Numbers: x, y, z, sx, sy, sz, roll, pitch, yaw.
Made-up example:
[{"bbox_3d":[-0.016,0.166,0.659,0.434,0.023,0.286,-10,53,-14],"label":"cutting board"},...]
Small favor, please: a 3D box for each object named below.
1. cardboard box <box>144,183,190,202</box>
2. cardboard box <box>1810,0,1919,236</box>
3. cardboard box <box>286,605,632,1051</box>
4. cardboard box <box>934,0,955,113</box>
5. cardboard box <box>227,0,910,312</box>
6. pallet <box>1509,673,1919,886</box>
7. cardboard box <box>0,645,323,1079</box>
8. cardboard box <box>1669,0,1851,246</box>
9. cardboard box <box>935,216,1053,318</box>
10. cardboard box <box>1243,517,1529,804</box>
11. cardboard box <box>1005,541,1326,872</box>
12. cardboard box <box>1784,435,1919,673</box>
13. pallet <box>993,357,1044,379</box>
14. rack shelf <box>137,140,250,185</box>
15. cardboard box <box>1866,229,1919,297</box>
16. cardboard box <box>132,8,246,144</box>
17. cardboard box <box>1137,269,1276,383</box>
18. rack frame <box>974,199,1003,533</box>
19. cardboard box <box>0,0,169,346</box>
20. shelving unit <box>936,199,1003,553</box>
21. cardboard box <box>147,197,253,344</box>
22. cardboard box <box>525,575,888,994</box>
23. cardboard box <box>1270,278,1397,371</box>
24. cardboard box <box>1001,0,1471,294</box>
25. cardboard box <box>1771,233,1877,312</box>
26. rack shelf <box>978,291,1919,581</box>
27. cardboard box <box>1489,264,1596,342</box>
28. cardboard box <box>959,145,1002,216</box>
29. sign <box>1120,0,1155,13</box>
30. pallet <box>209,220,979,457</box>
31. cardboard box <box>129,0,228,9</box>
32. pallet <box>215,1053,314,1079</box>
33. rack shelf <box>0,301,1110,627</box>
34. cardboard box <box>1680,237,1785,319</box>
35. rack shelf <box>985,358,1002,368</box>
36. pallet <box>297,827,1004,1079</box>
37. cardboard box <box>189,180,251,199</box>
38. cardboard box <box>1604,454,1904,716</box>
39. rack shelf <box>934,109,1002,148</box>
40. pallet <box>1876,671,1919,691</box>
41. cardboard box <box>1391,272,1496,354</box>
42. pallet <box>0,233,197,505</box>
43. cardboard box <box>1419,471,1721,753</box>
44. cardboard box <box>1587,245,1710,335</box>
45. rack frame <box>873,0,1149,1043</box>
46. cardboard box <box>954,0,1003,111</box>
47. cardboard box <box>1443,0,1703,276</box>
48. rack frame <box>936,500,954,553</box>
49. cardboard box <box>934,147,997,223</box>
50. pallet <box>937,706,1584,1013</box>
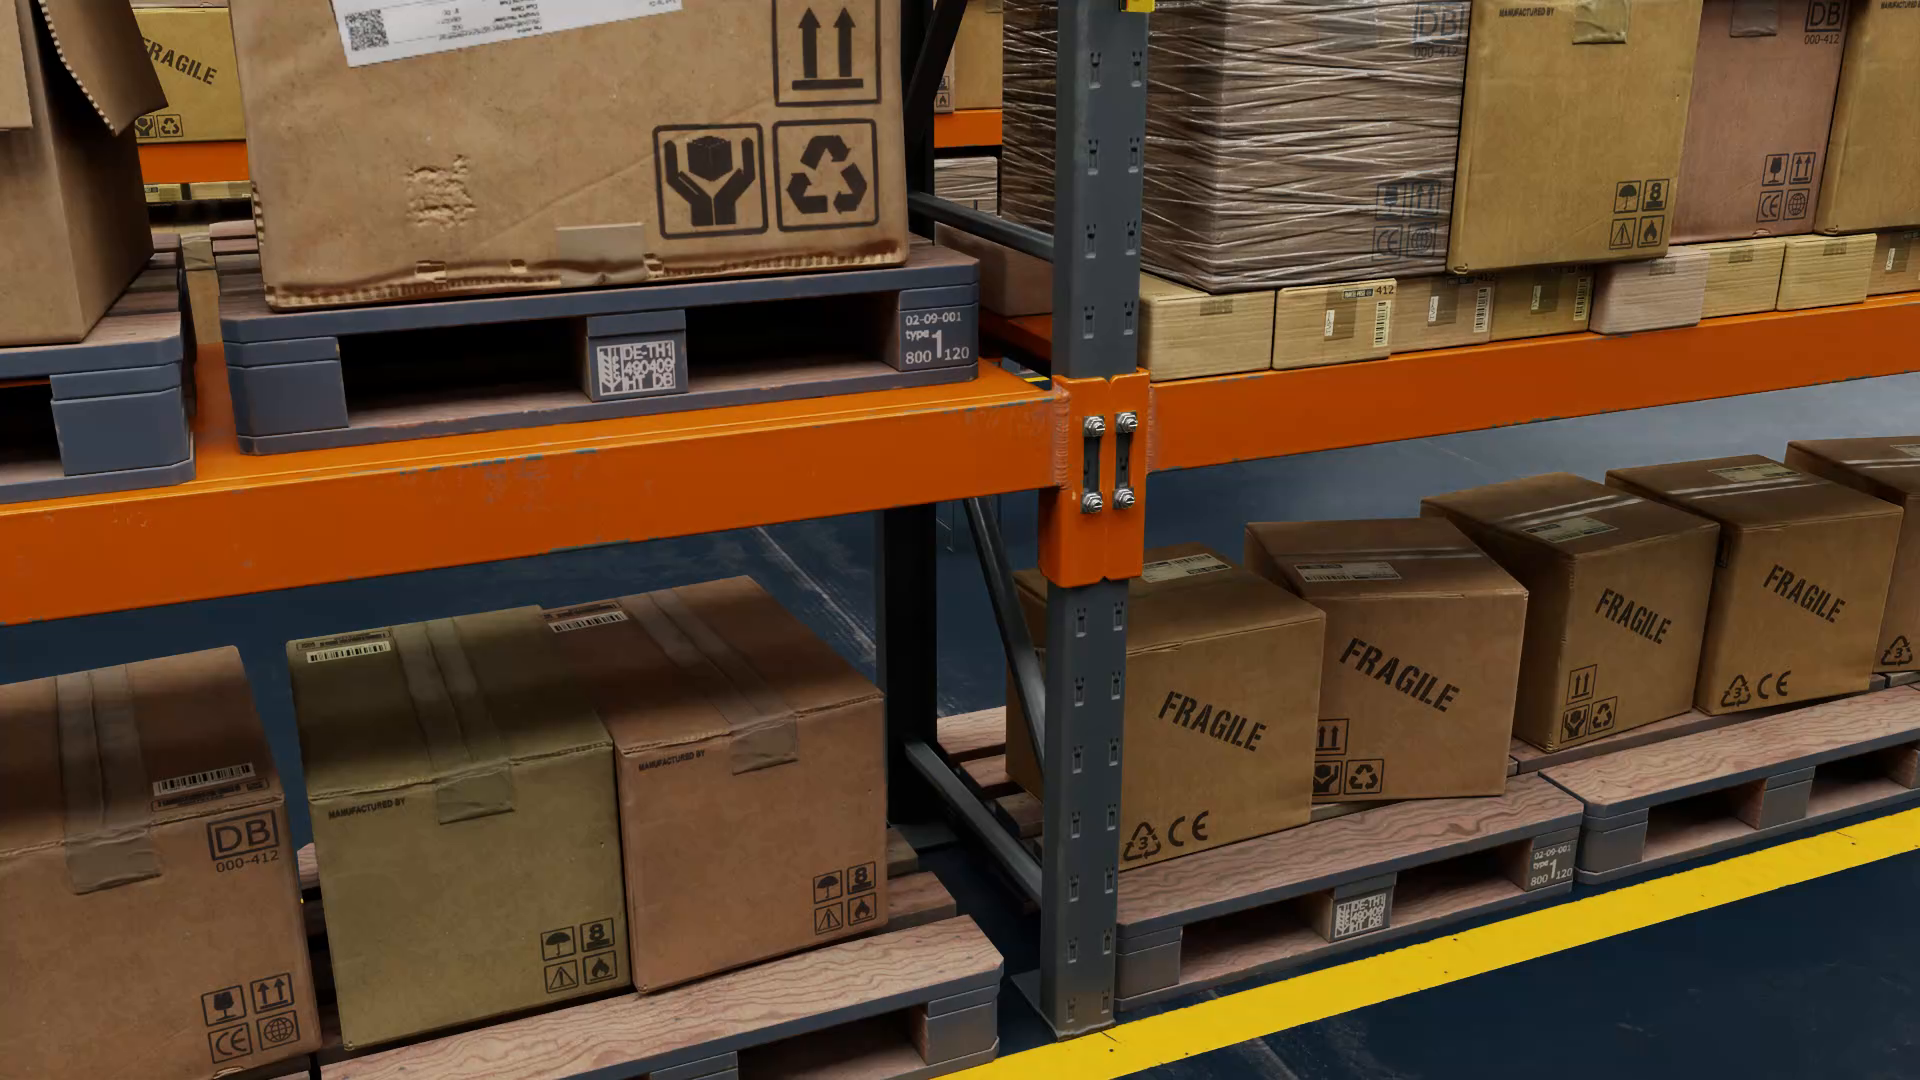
[{"bbox_3d":[-5.651,-2.319,11.415,0.625,0.372,0.950,-7,21,-20],"label":"cardboard box"},{"bbox_3d":[1.857,-1.028,3.826,0.500,0.500,0.875,-8,21,-22],"label":"cardboard box"},{"bbox_3d":[-0.966,0.507,3.166,0.500,0.500,0.700,-8,21,-22],"label":"cardboard box"},{"bbox_3d":[-0.448,-2.359,7.978,0.550,0.550,0.875,-8,21,-22],"label":"cardboard box"},{"bbox_3d":[-0.734,-1.015,2.851,1.000,1.000,1.000,-8,21,-22],"label":"cardboard box"},{"bbox_3d":[1.776,0.459,4.401,1.213,0.211,1.003,-8,21,-22],"label":"pallet"},{"bbox_3d":[-1.480,0.581,2.956,0.500,0.500,0.700,-10,22,-27],"label":"cardboard box"},{"bbox_3d":[1.381,-0.975,3.675,0.500,0.500,0.875,-8,21,-22],"label":"cardboard box"},{"bbox_3d":[0.132,-0.595,3.573,0.250,0.149,0.380,-8,21,-22],"label":"cardboard box"},{"bbox_3d":[0.957,0.268,3.877,0.500,0.500,0.500,-2,19,-5],"label":"cardboard box"},{"bbox_3d":[0.434,0.345,3.657,0.500,0.500,0.500,-9,21,-24],"label":"cardboard box"},{"bbox_3d":[2.609,0.026,4.565,0.500,0.500,0.500,-3,20,-8],"label":"cardboard box"},{"bbox_3d":[0.031,-1.044,8.669,1.213,0.211,1.003,-8,21,-22],"label":"pallet"},{"bbox_3d":[-3.657,-1.519,6.902,4.000,0.370,1.077,-8,21,-22],"label":"rack shelf"},{"bbox_3d":[1.952,-0.662,3.763,0.250,0.149,0.380,-8,21,-22],"label":"cardboard box"},{"bbox_3d":[-3.122,-1.885,6.709,0.500,0.500,0.500,-8,21,-21],"label":"cardboard box"},{"bbox_3d":[0.368,-0.413,3.058,0.250,0.149,0.380,-8,21,-22],"label":"cardboard box"},{"bbox_3d":[0.097,-0.580,5.862,0.006,1.200,0.240,-8,21,-22],"label":"rack frame"},{"bbox_3d":[-1.504,-0.586,2.382,0.637,0.503,0.797,-6,20,-16],"label":"cardboard box"},{"bbox_3d":[0.013,-0.568,5.828,0.189,1.200,0.258,-8,21,-22],"label":"shelving unit"},{"bbox_3d":[-3.242,-1.023,7.167,0.750,0.750,1.050,-8,21,-22],"label":"cardboard box"},{"bbox_3d":[-0.521,0.450,3.328,0.500,0.500,0.700,-10,22,-26],"label":"cardboard box"},{"bbox_3d":[0.603,-0.442,3.140,0.250,0.149,0.380,-8,21,-22],"label":"cardboard box"},{"bbox_3d":[0.489,-0.823,3.245,0.500,0.500,0.875,-8,21,-22],"label":"cardboard box"},{"bbox_3d":[1.740,-0.615,3.630,0.250,0.149,0.380,-8,21,-22],"label":"cardboard box"},{"bbox_3d":[1.888,-0.519,4.063,4.000,0.370,1.077,-8,21,-22],"label":"rack shelf"},{"bbox_3d":[1.047,-0.519,3.359,0.250,0.149,0.380,-8,21,-22],"label":"cardboard box"},{"bbox_3d":[0.449,-1.618,8.666,0.875,0.875,0.875,-9,21,-23],"label":"cardboard box"},{"bbox_3d":[0.275,-0.973,2.525,0.005,0.325,0.100,-8,21,-22],"label":"sign"},{"bbox_3d":[-0.708,-0.449,3.069,1.213,0.211,1.003,-8,21,-22],"label":"pallet"},{"bbox_3d":[-3.210,-2.438,6.774,0.500,0.500,0.700,-8,21,-21],"label":"cardboard box"},{"bbox_3d":[-1.785,0.985,2.908,1.213,0.211,1.003,-8,21,-22],"label":"pallet"},{"bbox_3d":[-1.785,0.007,2.569,4.000,0.370,1.077,-8,21,-22],"label":"rack shelf"},{"bbox_3d":[1.506,-0.585,3.546,0.250,0.149,0.380,-8,21,-22],"label":"cardboard box"},{"bbox_3d":[0.013,-0.639,5.803,0.180,0.103,0.258,-8,21,-22],"label":"rack shelf"},{"bbox_3d":[-0.663,0.823,3.367,1.213,0.211,1.003,-8,21,-22],"label":"pallet"},{"bbox_3d":[-5.013,-2.411,11.676,0.625,0.372,0.950,-7,21,-19],"label":"cardboard box"},{"bbox_3d":[2.027,0.102,4.347,0.500,0.500,0.500,-6,20,-17],"label":"cardboard box"},{"bbox_3d":[0.016,-2.045,8.397,4.000,0.370,1.077,-8,21,-22],"label":"rack shelf"},{"bbox_3d":[2.894,0.300,4.853,1.213,0.211,1.003,-8,21,-22],"label":"pallet"},{"bbox_3d":[0.821,-0.484,3.258,0.250,0.149,0.380,-8,21,-22],"label":"cardboard box"},{"bbox_3d":[-1.820,-0.252,2.509,1.213,0.211,1.003,-8,21,-22],"label":"pallet"},{"bbox_3d":[1.496,0.162,4.177,0.500,0.500,0.500,-10,22,-27],"label":"cardboard box"},{"bbox_3d":[1.293,-0.540,3.417,0.250,0.149,0.380,-8,21,-22],"label":"cardboard box"},{"bbox_3d":[0.051,-0.595,3.196,0.127,3.000,1.000,-8,21,-22],"label":"rack frame"},{"bbox_3d":[-0.001,-2.459,8.263,0.500,0.550,0.875,-8,21,-22],"label":"cardboard box"},{"bbox_3d":[0.962,-0.878,3.401,0.500,0.500,0.875,-8,21,-22],"label":"cardboard box"},{"bbox_3d":[-0.071,-0.556,5.794,0.006,1.200,0.240,-8,21,-22],"label":"rack frame"},{"bbox_3d":[-0.389,-1.498,8.328,0.875,0.875,0.875,-8,21,-22],"label":"cardboard box"},{"bbox_3d":[0.654,0.621,3.941,1.213,0.211,1.003,-8,21,-22],"label":"pallet"}]
